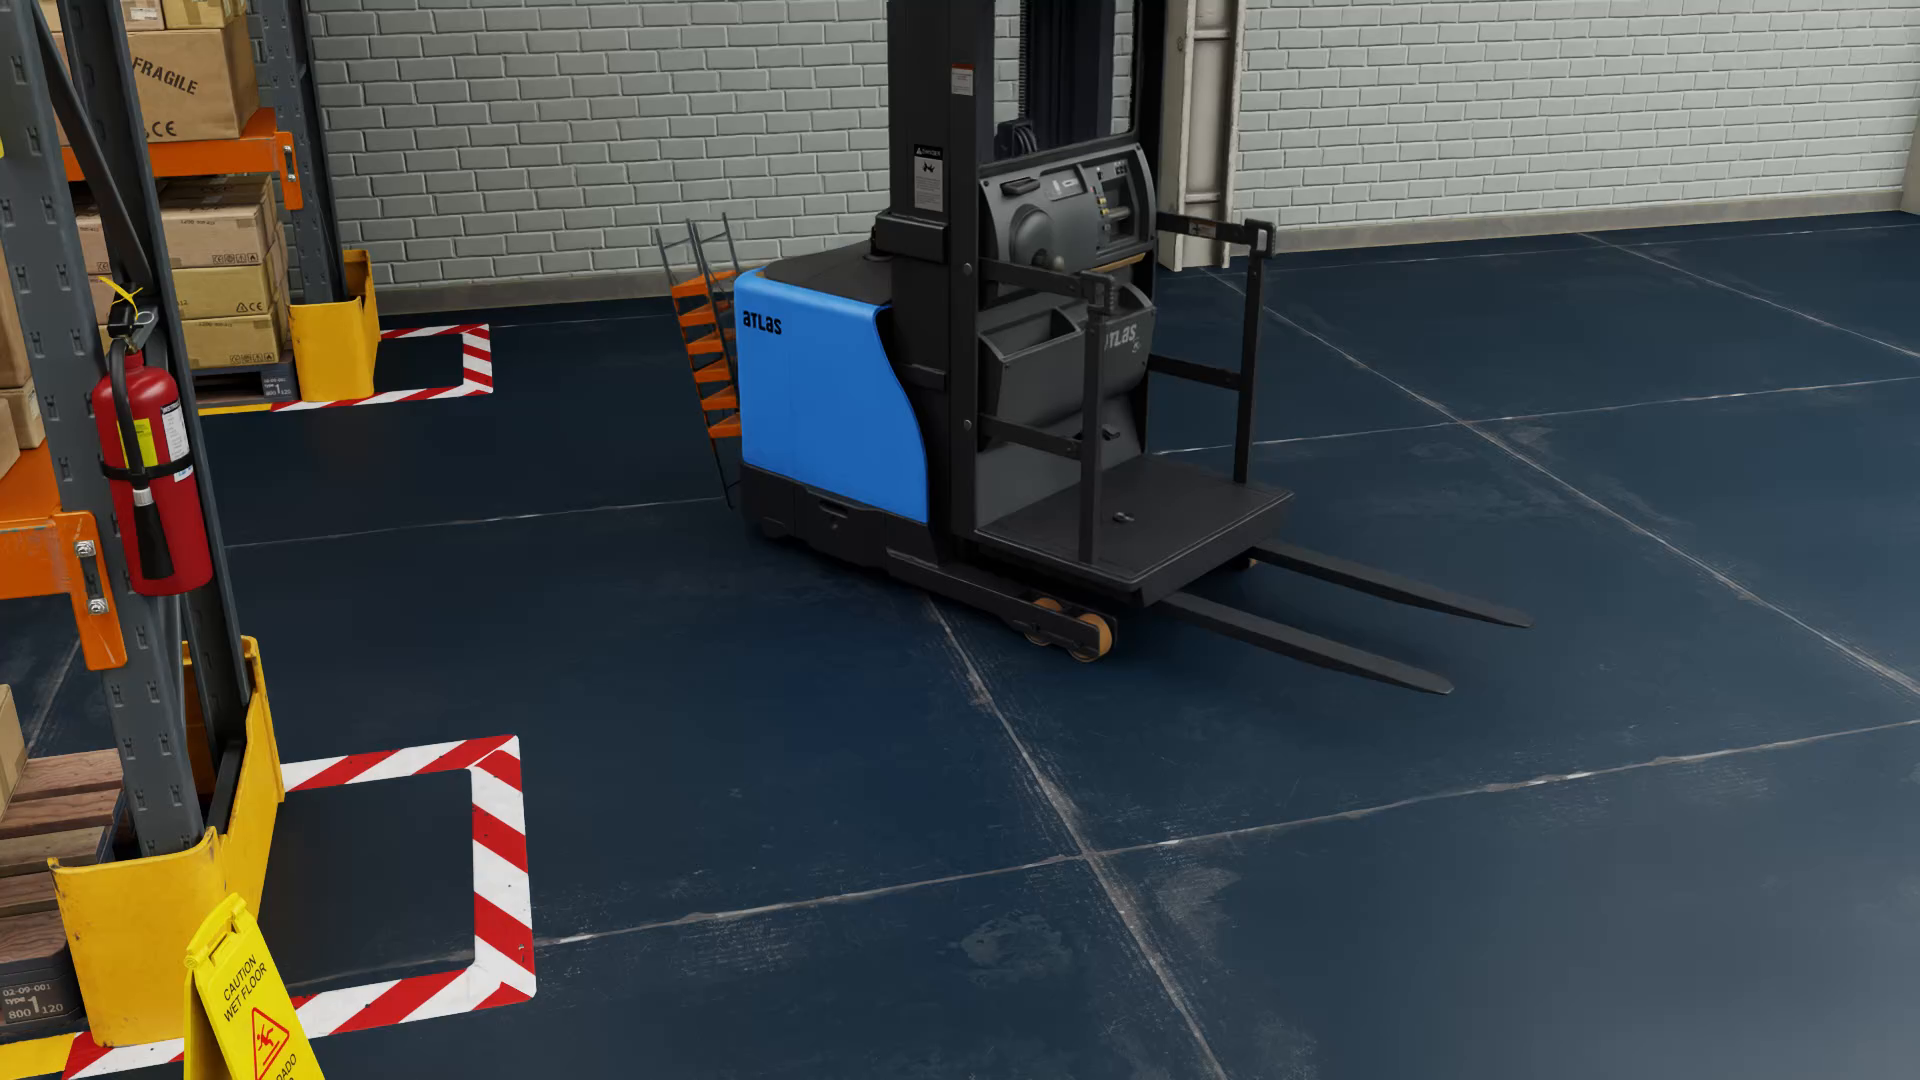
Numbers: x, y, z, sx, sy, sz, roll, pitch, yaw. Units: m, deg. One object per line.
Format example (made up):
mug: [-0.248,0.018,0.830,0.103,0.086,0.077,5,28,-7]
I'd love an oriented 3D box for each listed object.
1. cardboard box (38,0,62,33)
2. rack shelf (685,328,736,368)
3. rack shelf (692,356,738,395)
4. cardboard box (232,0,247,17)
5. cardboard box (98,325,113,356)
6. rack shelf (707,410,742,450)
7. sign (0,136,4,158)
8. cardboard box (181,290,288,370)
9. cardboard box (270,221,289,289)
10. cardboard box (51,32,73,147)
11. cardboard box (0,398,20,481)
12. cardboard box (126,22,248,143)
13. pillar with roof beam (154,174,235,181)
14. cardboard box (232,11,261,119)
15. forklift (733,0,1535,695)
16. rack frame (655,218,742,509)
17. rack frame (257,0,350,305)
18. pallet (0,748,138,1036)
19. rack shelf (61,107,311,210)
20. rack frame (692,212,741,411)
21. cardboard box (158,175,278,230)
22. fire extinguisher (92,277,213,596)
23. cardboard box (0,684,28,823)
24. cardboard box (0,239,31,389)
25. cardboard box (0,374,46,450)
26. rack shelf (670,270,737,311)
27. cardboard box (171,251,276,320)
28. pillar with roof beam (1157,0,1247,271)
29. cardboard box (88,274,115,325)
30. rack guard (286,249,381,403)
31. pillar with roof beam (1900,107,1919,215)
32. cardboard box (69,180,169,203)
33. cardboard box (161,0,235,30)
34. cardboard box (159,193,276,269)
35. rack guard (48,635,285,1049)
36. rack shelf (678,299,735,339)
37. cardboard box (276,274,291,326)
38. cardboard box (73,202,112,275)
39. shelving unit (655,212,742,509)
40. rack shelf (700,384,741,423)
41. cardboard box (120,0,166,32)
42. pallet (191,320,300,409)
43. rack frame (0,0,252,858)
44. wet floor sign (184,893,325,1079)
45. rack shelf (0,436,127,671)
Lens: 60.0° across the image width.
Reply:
cardboard box: [-4.085,-2.457,7.723,0.250,0.149,0.380,-6,24,-13]
rack shelf: [-0.988,-0.807,6.906,0.180,0.103,0.258,-3,20,28]
rack shelf: [-0.963,-0.695,6.941,0.180,0.103,0.258,-3,20,28]
cardboard box: [-3.719,-2.706,8.303,0.250,0.149,0.380,-7,24,-16]
cardboard box: [-4.171,-1.009,8.253,0.500,0.250,0.500,-6,24,-14]
rack shelf: [-0.914,-0.471,7.012,0.180,0.103,0.258,-3,20,28]
sign: [-1.848,-0.880,3.127,0.005,0.325,0.100,-6,24,-14]
cardboard box: [-3.690,-1.059,8.368,0.500,0.250,0.500,-6,24,-14]
cardboard box: [-3.832,-1.487,8.733,0.500,0.250,0.500,-6,24,-13]
cardboard box: [-4.228,-2.142,7.810,0.500,0.500,0.500,-6,24,-13]
cardboard box: [-2.281,-0.179,3.681,0.250,0.149,0.380,-5,24,-13]
cardboard box: [-3.726,-2.193,7.931,0.500,0.500,0.500,-7,24,-16]
pillar with roof beam: [-3.074,-3.690,3.938,0.400,9.000,9.100,-6,24,-14]
cardboard box: [-3.875,-2.398,8.408,0.500,0.500,0.500,-6,24,-13]
forklift: [0.554,-1.158,5.732,3.031,2.935,1.130,19,29,37]
rack frame: [-1.053,-0.733,6.971,0.006,1.200,0.240,-3,20,28]
rack frame: [-3.323,-2.299,8.305,0.127,3.000,1.000,-6,24,-14]
pallet: [-2.843,0.947,4.275,1.213,0.211,1.003,-6,24,-14]
rack shelf: [-5.248,-1.756,7.950,4.000,0.370,1.077,-6,24,-14]
rack frame: [-0.892,-0.741,6.885,0.006,1.200,0.240,-3,20,28]
cardboard box: [-3.837,-1.709,8.615,0.500,0.250,0.500,-7,24,-15]
fire extinguisher: [-1.744,-0.217,3.550,0.183,0.674,0.296,-6,24,-14]
cardboard box: [-2.830,0.636,4.418,0.500,0.250,0.500,-7,24,-15]
cardboard box: [-2.509,-0.653,3.963,0.500,0.500,0.500,-7,24,-15]
cardboard box: [-2.361,-0.342,4.062,0.250,0.149,0.380,-6,24,-14]
rack shelf: [-1.037,-1.031,6.835,0.180,0.103,0.258,-3,20,28]
cardboard box: [-3.707,-1.288,8.268,0.500,0.250,0.500,-7,24,-15]
pillar with roof beam: [2.703,-4.329,5.427,0.400,9.000,9.100,-6,24,-14]
cardboard box: [-4.193,-1.239,8.153,0.500,0.250,0.500,-7,24,-15]
rack guard: [-3.300,-1.153,8.804,0.348,0.500,1.175,-6,24,-14]
pillar with roof beam: [8.480,-4.968,6.916,0.400,9.000,9.100,-6,24,-14]
cardboard box: [-4.317,-1.654,8.488,0.500,0.250,0.500,-6,24,-14]
cardboard box: [-3.581,-2.500,7.823,0.250,0.149,0.380,-6,24,-14]
cardboard box: [-3.682,-1.521,8.177,0.500,0.250,0.500,-5,24,-13]
rack guard: [-2.052,0.741,4.388,0.348,0.500,1.175,-6,24,-14]
rack shelf: [-1.013,-0.919,6.870,0.180,0.103,0.258,-3,20,28]
cardboard box: [-3.849,-1.251,8.815,0.500,0.250,0.500,-6,24,-14]
cardboard box: [-4.172,-1.464,8.045,0.500,0.250,0.500,-6,24,-13]
shelving unit: [-0.973,-0.737,6.928,0.189,1.200,0.258,-3,20,28]
rack shelf: [-0.939,-0.583,6.977,0.180,0.103,0.258,-3,20,28]
cardboard box: [-3.819,-2.462,7.734,0.250,0.149,0.380,-6,24,-14]
pallet: [-4.048,-0.921,8.628,1.213,0.211,1.003,-6,24,-14]
rack frame: [-1.978,-0.415,3.914,0.127,3.000,1.000,-6,24,-14]
wet floor sign: [-1.506,1.053,3.479,0.232,0.644,0.267,2,23,4]
rack shelf: [-3.904,0.128,3.559,4.000,0.370,1.077,-6,24,-14]
